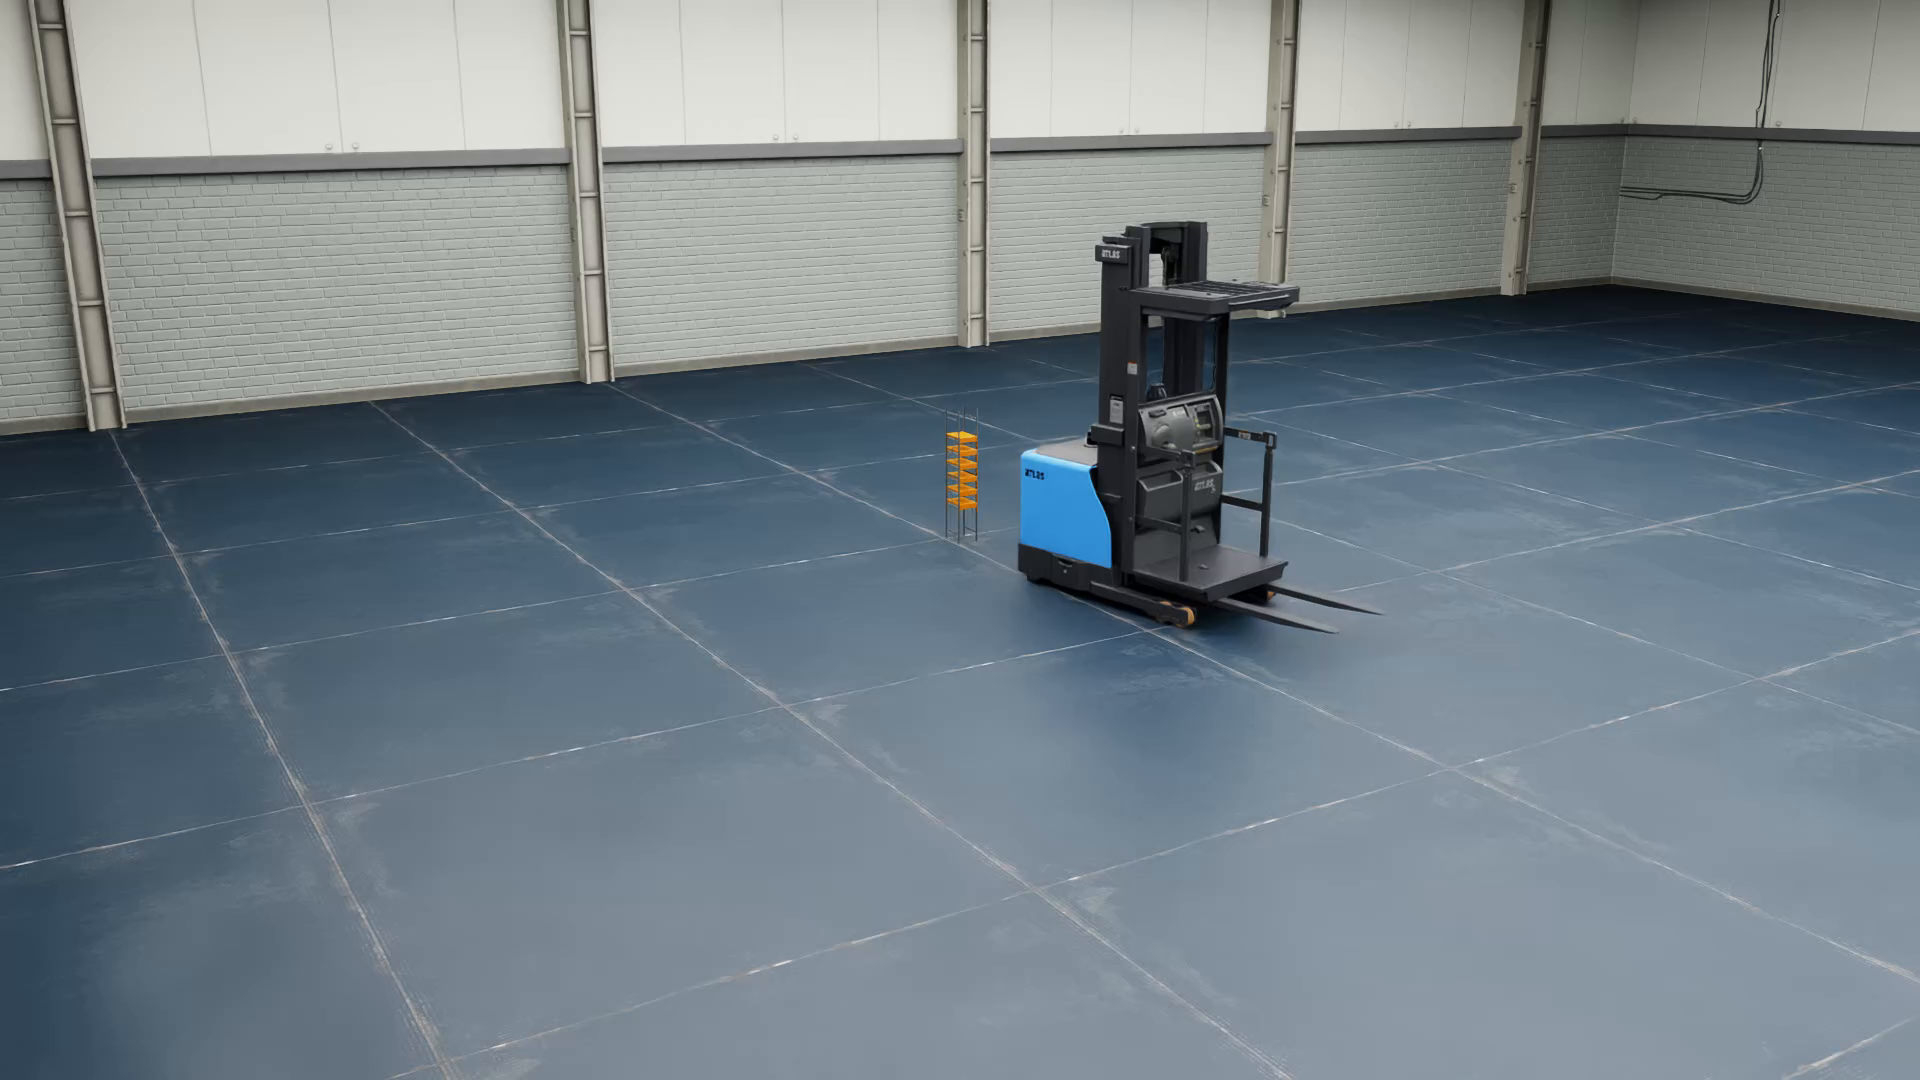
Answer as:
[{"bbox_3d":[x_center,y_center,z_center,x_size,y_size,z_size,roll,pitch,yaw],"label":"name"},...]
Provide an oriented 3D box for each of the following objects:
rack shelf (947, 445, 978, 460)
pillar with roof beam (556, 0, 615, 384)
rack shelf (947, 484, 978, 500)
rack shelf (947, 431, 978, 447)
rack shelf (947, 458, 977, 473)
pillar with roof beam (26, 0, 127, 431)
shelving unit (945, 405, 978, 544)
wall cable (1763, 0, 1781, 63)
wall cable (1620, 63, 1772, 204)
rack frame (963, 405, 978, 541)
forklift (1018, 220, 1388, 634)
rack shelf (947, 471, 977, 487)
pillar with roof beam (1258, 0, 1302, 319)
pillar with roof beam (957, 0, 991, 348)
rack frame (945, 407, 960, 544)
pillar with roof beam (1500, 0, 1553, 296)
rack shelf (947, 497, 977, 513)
[{"bbox_3d":[0.012,-0.768,14.702,0.180,0.103,0.258,-9,18,-30],"label":"rack shelf"},{"bbox_3d":[-2.722,-5.504,17.873,0.400,9.000,9.100,-9,18,-30],"label":"pillar with roof beam"},{"bbox_3d":[0.012,-0.421,14.799,0.180,0.103,0.258,-9,18,-30],"label":"rack shelf"},{"bbox_3d":[0.012,-0.884,14.670,0.180,0.103,0.258,-9,18,-30],"label":"rack shelf"},{"bbox_3d":[0.012,-0.653,14.735,0.180,0.103,0.258,-9,18,-30],"label":"rack shelf"},{"bbox_3d":[-7.865,-4.670,14.897,0.400,9.000,9.100,-9,18,-30],"label":"pillar with roof beam"},{"bbox_3d":[0.012,-0.580,14.755,0.189,1.200,0.258,-9,18,-30],"label":"shelving unit"},{"bbox_3d":[15.090,-9.416,28.226,0.112,2.526,3.097,-9,18,-30],"label":"wall cable"},{"bbox_3d":[13.696,-7.611,31.141,0.112,2.526,3.097,-9,18,-30],"label":"wall cable"},{"bbox_3d":[0.091,-0.592,14.800,0.006,1.200,0.240,-9,18,-30],"label":"rack frame"},{"bbox_3d":[1.855,-0.898,12.685,1.130,2.935,3.031,-14,21,-41],"label":"forklift"},{"bbox_3d":[0.012,-0.537,14.767,0.180,0.103,0.258,-9,18,-30],"label":"rack shelf"},{"bbox_3d":[7.564,-7.172,23.823,0.400,9.000,9.100,-9,18,-30],"label":"pillar with roof beam"},{"bbox_3d":[2.421,-6.338,20.848,0.400,9.000,9.100,-9,18,-30],"label":"pillar with roof beam"},{"bbox_3d":[-0.066,-0.567,14.710,0.006,1.200,0.240,-9,18,-30],"label":"rack frame"},{"bbox_3d":[12.707,-8.006,26.799,0.400,9.000,9.100,-9,18,-30],"label":"pillar with roof beam"},{"bbox_3d":[0.012,-0.306,14.832,0.180,0.103,0.258,-9,18,-30],"label":"rack shelf"}]
